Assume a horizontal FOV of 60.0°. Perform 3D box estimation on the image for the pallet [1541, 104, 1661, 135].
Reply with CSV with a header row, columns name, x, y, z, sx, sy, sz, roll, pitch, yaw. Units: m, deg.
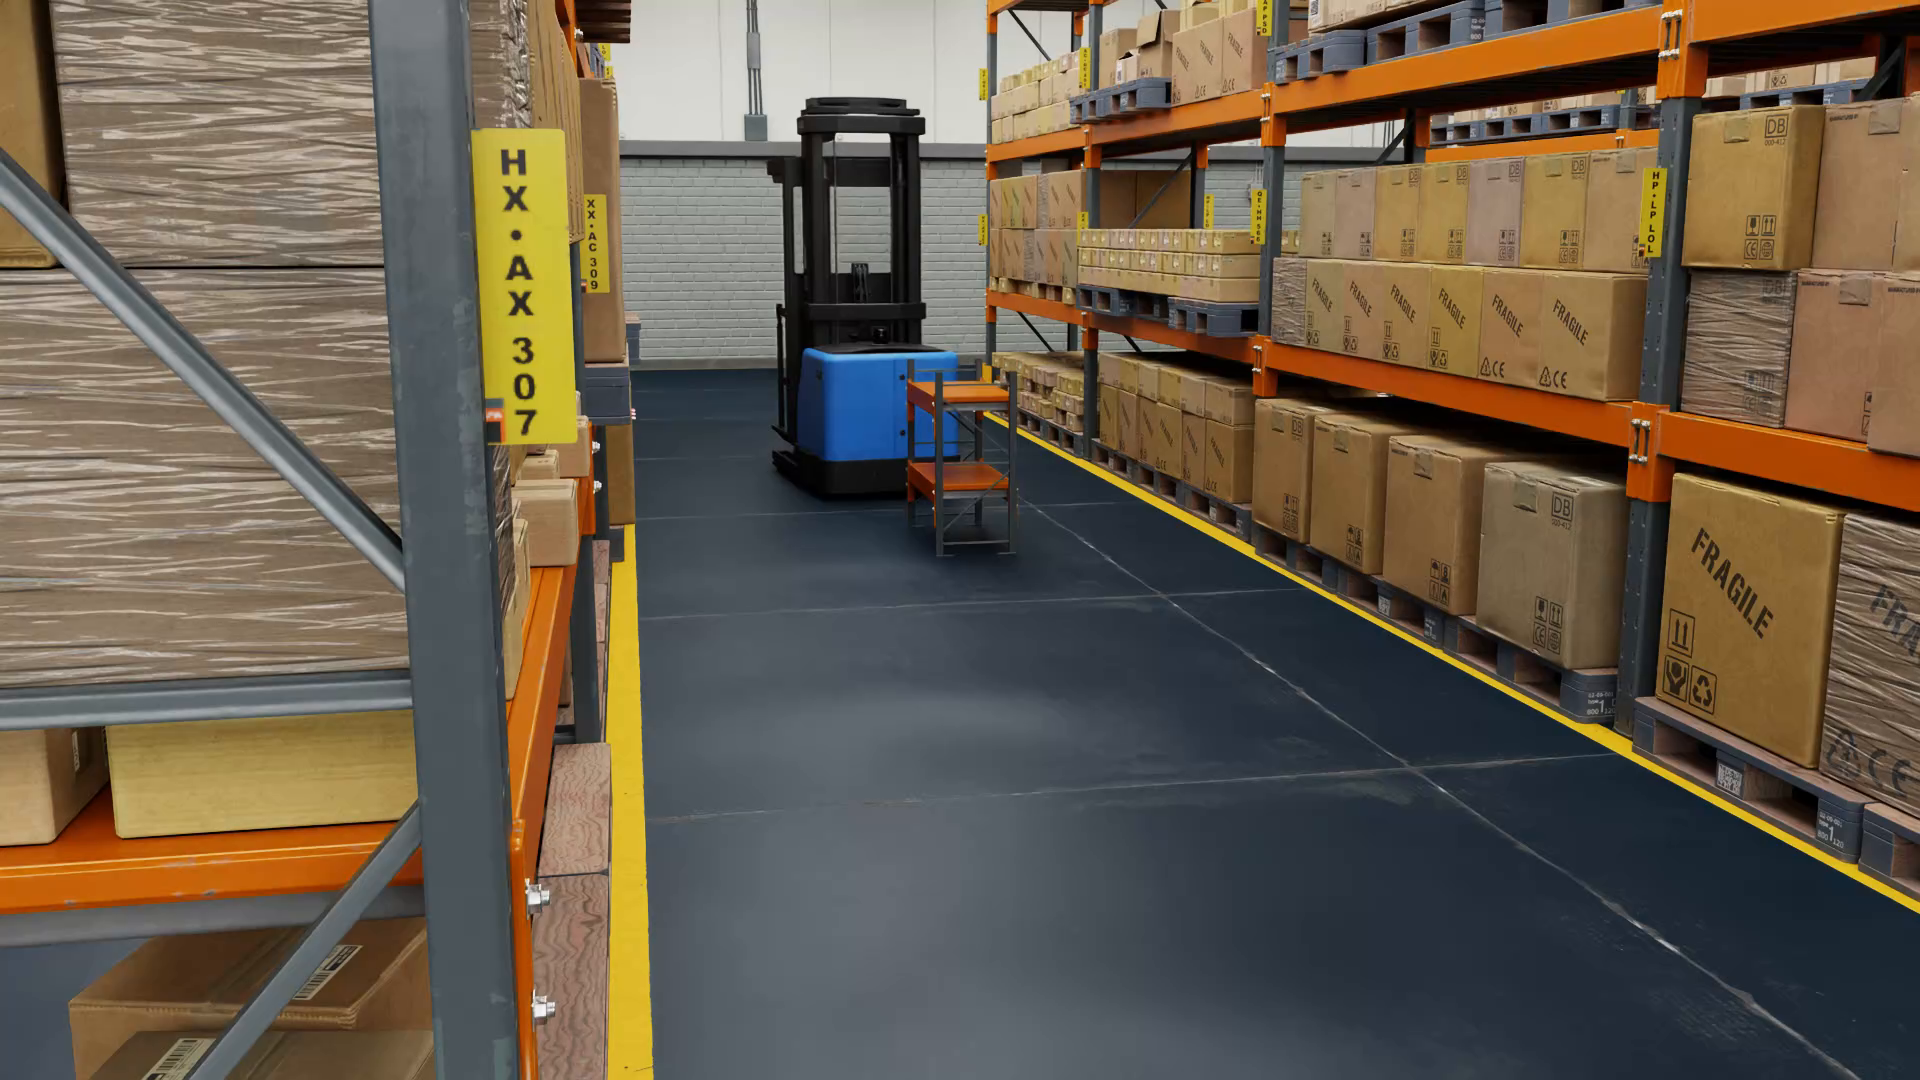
name,x,y,z,sx,sy,sz,roll,pitch,yaw
pallet,6.248,-3.959,15.689,1.003,0.211,1.213,-2,11,-11

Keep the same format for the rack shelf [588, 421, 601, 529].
name,x,y,z,sx,sy,sz,roll,pitch,yaw
rack shelf,-2.157,-0.564,7.563,1.077,0.370,4.000,-2,11,-11

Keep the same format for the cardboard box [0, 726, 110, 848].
name,x,y,z,sx,sy,sz,roll,pitch,yaw
cardboard box,-1.248,0.261,1.973,0.380,0.149,0.250,-2,11,-11

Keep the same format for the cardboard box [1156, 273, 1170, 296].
name,x,y,z,sx,sy,sz,roll,pitch,yaw
cardboard box,1.597,-1.791,11.632,0.380,0.149,0.250,-3,11,-14

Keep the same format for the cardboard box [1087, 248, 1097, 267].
name,x,y,z,sx,sy,sz,roll,pitch,yaw
cardboard box,1.239,-2.273,13.367,0.380,0.149,0.250,-2,11,-12

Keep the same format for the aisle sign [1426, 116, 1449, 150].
name,x,y,z,sx,sy,sz,roll,pitch,yaw
aisle sign,5.321,-4.392,18.796,0.394,0.787,0.004,-2,11,-11

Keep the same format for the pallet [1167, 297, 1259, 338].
name,x,y,z,sx,sy,sz,roll,pitch,yaw
pallet,2.096,-1.479,10.957,1.213,0.211,1.003,-2,11,-11

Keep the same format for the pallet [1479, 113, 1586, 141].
name,x,y,z,sx,sy,sz,roll,pitch,yaw
pallet,6.014,-4.182,16.862,1.003,0.211,1.213,-2,11,-11

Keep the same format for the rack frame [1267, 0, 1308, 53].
name,x,y,z,sx,sy,sz,roll,pitch,yaw
rack frame,2.339,-4.393,9.712,1.000,3.000,0.127,-2,11,-11

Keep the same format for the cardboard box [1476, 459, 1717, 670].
name,x,y,z,sx,sy,sz,roll,pitch,yaw
cardboard box,2.908,0.076,7.171,1.050,0.750,0.750,-2,11,-11

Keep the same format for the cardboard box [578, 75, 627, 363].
name,x,y,z,sx,sy,sz,roll,pitch,yaw
cardboard box,-1.785,-1.203,6.265,1.000,1.000,1.000,-2,11,-11

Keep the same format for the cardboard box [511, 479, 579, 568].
name,x,y,z,sx,sy,sz,roll,pitch,yaw
cardboard box,-1.008,-0.033,3.522,0.380,0.149,0.250,-2,11,-11

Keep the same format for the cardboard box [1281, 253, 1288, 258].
name,x,y,z,sx,sy,sz,roll,pitch,yaw
cardboard box,2.332,-1.870,11.251,0.380,0.149,0.250,-2,11,-13

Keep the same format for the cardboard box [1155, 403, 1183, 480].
name,x,y,z,sx,sy,sz,roll,pitch,yaw
cardboard box,1.739,-0.728,12.059,0.500,0.500,0.500,-3,11,-14

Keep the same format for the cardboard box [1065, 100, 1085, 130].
name,x,y,z,sx,sy,sz,roll,pitch,yaw
cardboard box,1.201,-3.660,14.283,0.500,0.250,0.500,-2,11,-10

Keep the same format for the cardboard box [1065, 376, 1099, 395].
name,x,y,z,sx,sy,sz,roll,pitch,yaw
cardboard box,1.148,-1.379,14.831,0.380,0.149,0.250,-2,11,-10

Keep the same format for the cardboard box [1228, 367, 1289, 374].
name,x,y,z,sx,sy,sz,roll,pitch,yaw
cardboard box,2.260,-1.113,12.076,0.500,0.250,0.500,-2,11,-11

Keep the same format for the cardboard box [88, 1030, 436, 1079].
name,x,y,z,sx,sy,sz,roll,pitch,yaw
cardboard box,-1.095,1.089,2.513,0.500,0.500,0.500,0,11,0

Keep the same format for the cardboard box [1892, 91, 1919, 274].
name,x,y,z,sx,sy,sz,roll,pitch,yaw
cardboard box,3.346,-1.047,4.887,0.875,0.550,0.550,-2,11,-11

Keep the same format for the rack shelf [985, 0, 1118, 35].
name,x,y,z,sx,sy,sz,roll,pitch,yaw
rack shelf,1.172,-5.139,15.561,1.077,0.370,4.000,-2,11,-11

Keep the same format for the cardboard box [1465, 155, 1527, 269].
name,x,y,z,sx,sy,sz,roll,pitch,yaw
cardboard box,2.815,-1.531,7.776,0.700,0.500,0.500,-2,11,-11

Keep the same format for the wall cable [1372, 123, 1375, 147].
name,x,y,z,sx,sy,sz,roll,pitch,yaw
wall cable,4.975,-7.119,24.033,2.355,3.000,0.029,-2,11,-11

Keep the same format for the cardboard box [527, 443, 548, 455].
name,x,y,z,sx,sy,sz,roll,pitch,yaw
cardboard box,-1.482,-0.480,4.135,0.875,0.500,0.500,-2,11,-11

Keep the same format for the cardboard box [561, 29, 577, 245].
name,x,y,z,sx,sy,sz,roll,pitch,yaw
cardboard box,-1.215,-0.981,4.093,0.500,0.500,0.500,-2,11,-11

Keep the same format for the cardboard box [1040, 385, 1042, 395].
name,x,y,z,sx,sy,sz,roll,pitch,yaw
cardboard box,0.990,-1.472,16.113,0.380,0.149,0.250,-2,11,-8

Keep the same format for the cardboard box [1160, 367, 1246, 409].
name,x,y,z,sx,sy,sz,roll,pitch,yaw
cardboard box,1.757,-1.095,11.984,0.500,0.250,0.500,-2,11,-10

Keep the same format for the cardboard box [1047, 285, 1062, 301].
name,x,y,z,sx,sy,sz,roll,pitch,yaw
cardboard box,1.018,-2.292,15.387,0.380,0.149,0.250,-3,11,-13

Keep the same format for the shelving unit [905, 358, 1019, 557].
name,x,y,z,sx,sy,sz,roll,pitch,yaw
shelving unit,-0.001,-0.554,10.598,0.538,1.125,1.048,-2,11,-11

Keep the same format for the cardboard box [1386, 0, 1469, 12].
name,x,y,z,sx,sy,sz,roll,pitch,yaw
cardboard box,2.462,-2.805,8.235,0.500,0.311,0.500,-2,11,-12

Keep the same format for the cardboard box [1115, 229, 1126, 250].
name,x,y,z,sx,sy,sz,roll,pitch,yaw
cardboard box,1.391,-2.275,12.586,0.380,0.149,0.250,-2,11,-11

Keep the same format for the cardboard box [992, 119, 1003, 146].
name,x,y,z,sx,sy,sz,roll,pitch,yaw
cardboard box,0.620,-4.222,17.234,0.500,0.250,0.500,-2,11,-9

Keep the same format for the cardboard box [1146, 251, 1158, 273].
name,x,y,z,sx,sy,sz,roll,pitch,yaw
cardboard box,1.544,-1.986,11.861,0.380,0.149,0.250,-2,11,-10

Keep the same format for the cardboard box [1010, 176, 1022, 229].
name,x,y,z,sx,sy,sz,roll,pitch,yaw
cardboard box,0.794,-3.320,16.377,0.500,0.500,0.500,-2,11,-12

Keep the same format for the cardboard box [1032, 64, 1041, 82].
name,x,y,z,sx,sy,sz,roll,pitch,yaw
cardboard box,0.886,-4.351,15.508,0.380,0.149,0.250,-2,11,-12

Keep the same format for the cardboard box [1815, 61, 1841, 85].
name,x,y,z,sx,sy,sz,roll,pitch,yaw
cardboard box,6.564,-3.499,12.269,0.396,0.266,0.258,-2,11,-12

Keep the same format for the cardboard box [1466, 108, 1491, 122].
name,x,y,z,sx,sy,sz,roll,pitch,yaw
cardboard box,5.605,-4.510,17.627,0.380,0.149,0.250,-2,11,-9

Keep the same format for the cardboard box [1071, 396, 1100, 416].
name,x,y,z,sx,sy,sz,roll,pitch,yaw
cardboard box,1.188,-1.178,14.570,0.380,0.149,0.250,-2,11,-10

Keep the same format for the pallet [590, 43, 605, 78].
name,x,y,z,sx,sy,sz,roll,pitch,yaw
pallet,-2.723,-2.781,9.770,1.213,0.211,1.003,-2,11,-8

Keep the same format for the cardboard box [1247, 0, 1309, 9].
name,x,y,z,sx,sy,sz,roll,pitch,yaw
cardboard box,2.006,-3.410,10.252,0.396,0.266,0.258,-2,11,-11

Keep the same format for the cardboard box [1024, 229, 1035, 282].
name,x,y,z,sx,sy,sz,roll,pitch,yaw
cardboard box,0.917,-2.736,15.984,0.500,0.500,0.500,-2,11,-12

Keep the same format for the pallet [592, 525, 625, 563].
name,x,y,z,sx,sy,sz,roll,pitch,yaw
pallet,-2.625,-0.062,10.458,1.003,0.211,1.213,-2,11,-11

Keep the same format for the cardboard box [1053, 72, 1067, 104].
name,x,y,z,sx,sy,sz,roll,pitch,yaw
cardboard box,1.132,-3.997,14.714,0.500,0.250,0.500,-3,11,-13

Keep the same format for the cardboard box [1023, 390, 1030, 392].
name,x,y,z,sx,sy,sz,roll,pitch,yaw
cardboard box,0.843,-1.427,16.674,0.380,0.149,0.250,-2,11,-11

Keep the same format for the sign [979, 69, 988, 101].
name,x,y,z,sx,sy,sz,roll,pitch,yaw
sign,0.251,-4.797,17.516,0.100,0.325,0.005,-2,11,-11

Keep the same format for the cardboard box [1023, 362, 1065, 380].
name,x,y,z,sx,sy,sz,roll,pitch,yaw
cardboard box,0.827,-1.663,16.319,0.380,0.149,0.250,-2,11,-10

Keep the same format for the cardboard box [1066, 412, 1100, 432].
name,x,y,z,sx,sy,sz,roll,pitch,yaw
cardboard box,1.151,-1.045,14.668,0.380,0.149,0.250,-2,11,-10

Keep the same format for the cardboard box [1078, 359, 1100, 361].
name,x,y,z,sx,sy,sz,roll,pitch,yaw
cardboard box,1.397,-1.736,16.704,0.380,0.149,0.250,-2,11,-9

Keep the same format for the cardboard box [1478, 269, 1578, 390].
name,x,y,z,sx,sy,sz,roll,pitch,yaw
cardboard box,2.655,-0.940,7.348,0.500,0.500,0.500,-2,11,-12

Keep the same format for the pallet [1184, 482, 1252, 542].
name,x,y,z,sx,sy,sz,roll,pitch,yaw
pallet,2.189,-0.220,11.287,1.003,0.211,1.213,-2,11,-11

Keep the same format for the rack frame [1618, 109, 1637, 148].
name,x,y,z,sx,sy,sz,roll,pitch,yaw
rack frame,6.397,-2.379,15.171,1.000,3.000,0.127,-2,11,-11

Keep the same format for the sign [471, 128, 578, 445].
name,x,y,z,sx,sy,sz,roll,pitch,yaw
sign,-0.458,-0.262,1.737,0.100,0.325,0.005,-2,11,-11

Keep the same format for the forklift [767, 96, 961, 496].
name,x,y,z,sx,sy,sz,roll,pitch,yaw
forklift,-0.914,-1.998,13.354,1.130,2.935,3.031,-3,11,-17

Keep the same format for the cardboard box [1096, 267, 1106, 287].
name,x,y,z,sx,sy,sz,roll,pitch,yaw
cardboard box,1.291,-2.077,13.137,0.380,0.149,0.250,-2,11,-11

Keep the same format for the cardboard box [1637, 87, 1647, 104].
name,x,y,z,sx,sy,sz,roll,pitch,yaw
cardboard box,6.489,-4.272,15.439,0.500,0.500,0.500,-2,11,-10

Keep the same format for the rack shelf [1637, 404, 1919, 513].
name,x,y,z,sx,sy,sz,roll,pitch,yaw
rack shelf,3.506,0.007,4.559,1.077,0.370,4.000,-2,11,-11

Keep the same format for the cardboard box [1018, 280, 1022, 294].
name,x,y,z,sx,sy,sz,roll,pitch,yaw
cardboard box,0.800,-2.580,16.900,0.380,0.149,0.250,-2,11,-8

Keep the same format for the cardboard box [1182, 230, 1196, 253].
name,x,y,z,sx,sy,sz,roll,pitch,yaw
cardboard box,1.697,-1.989,11.081,0.380,0.149,0.250,-2,11,-9
